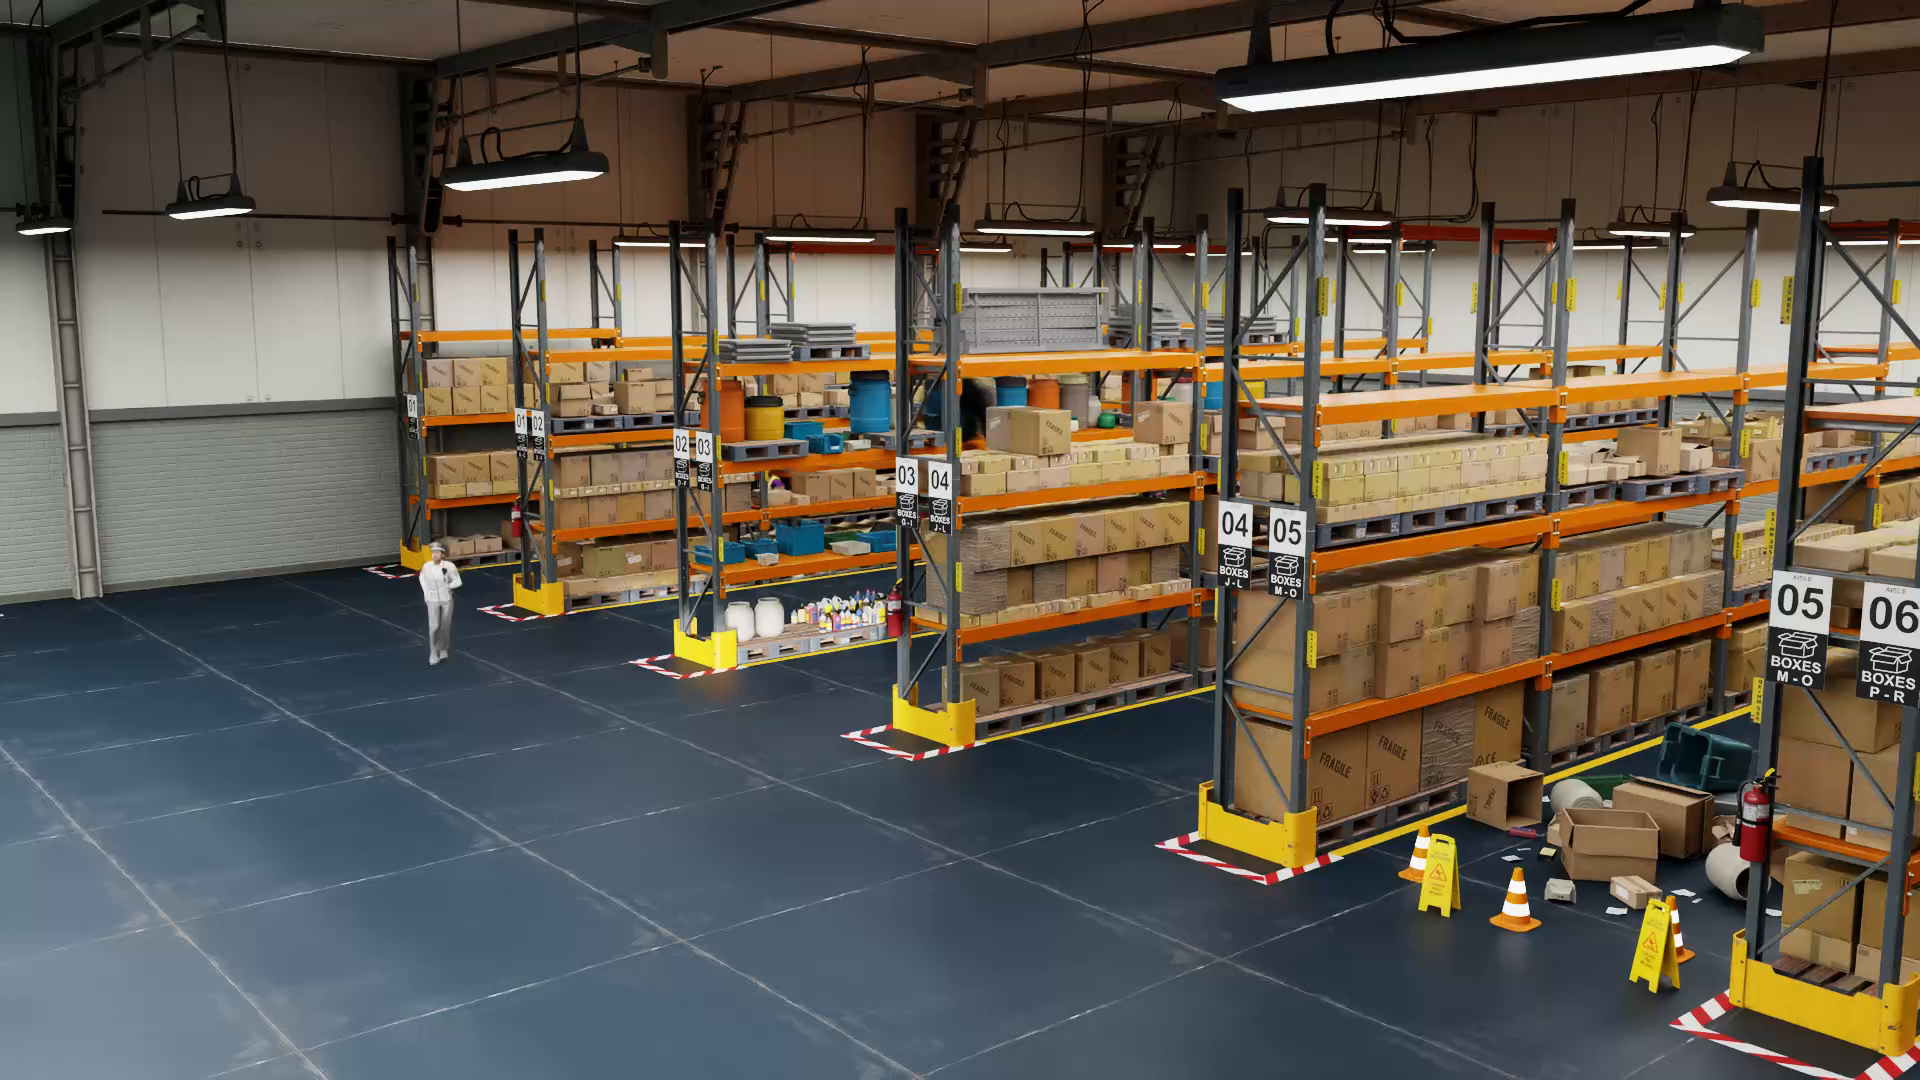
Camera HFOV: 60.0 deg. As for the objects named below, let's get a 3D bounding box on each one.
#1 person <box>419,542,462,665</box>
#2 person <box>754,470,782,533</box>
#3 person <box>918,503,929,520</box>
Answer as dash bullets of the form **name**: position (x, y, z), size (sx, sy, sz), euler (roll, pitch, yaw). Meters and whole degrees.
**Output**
- **person**: position (-7.101, 0.866, 22.719), size (0.571, 1.714, 0.673), euler (-2, 9, -11)
- **person**: position (-3.658, -0.595, 31.845), size (0.675, 1.829, 0.781), euler (6, 11, 34)
- **person**: position (-0.602, -0.769, 33.511), size (0.510, 1.607, 0.676), euler (8, 12, 42)
